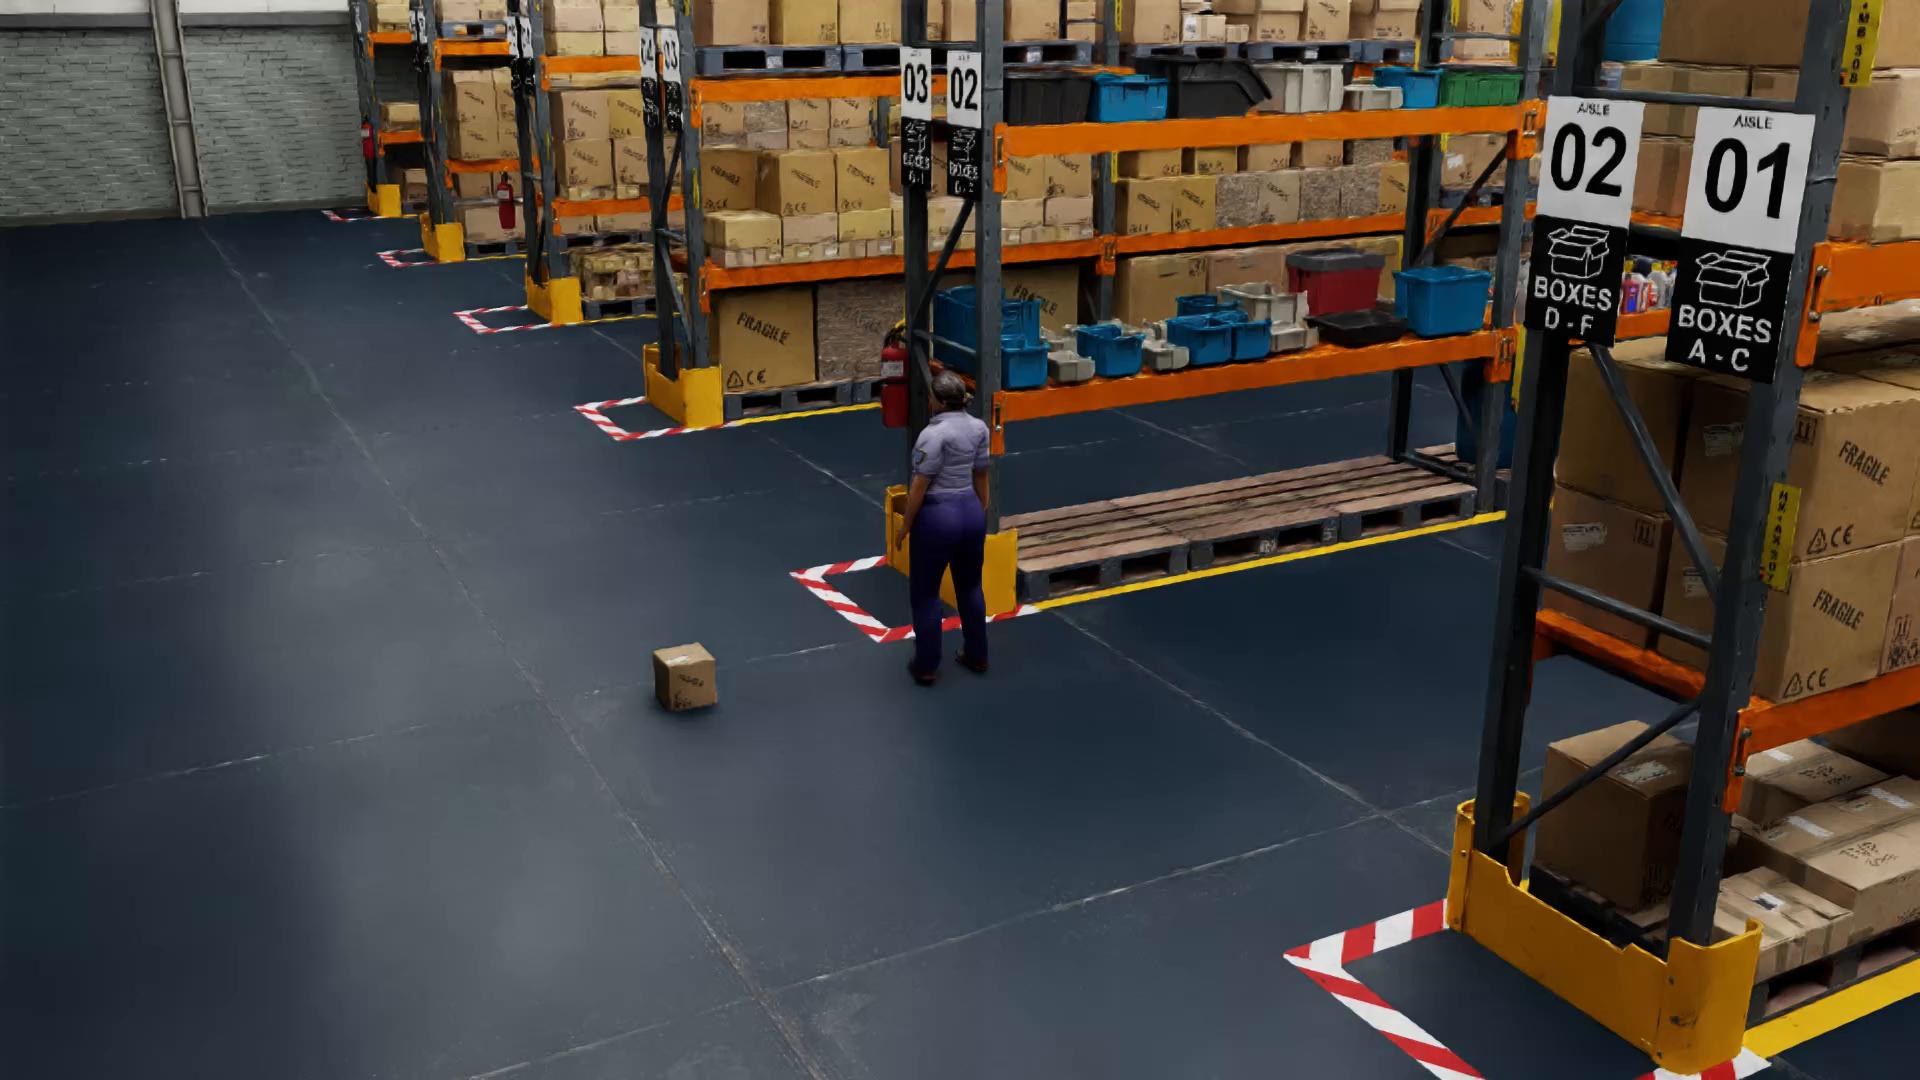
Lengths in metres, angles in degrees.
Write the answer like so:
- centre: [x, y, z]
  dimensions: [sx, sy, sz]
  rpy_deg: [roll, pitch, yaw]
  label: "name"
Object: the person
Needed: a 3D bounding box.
- centre: [-0.071, -0.071, 8.729]
  dimensions: [0.530, 1.658, 0.372]
  rpy_deg: [-16, 24, -39]
  label: "person"
